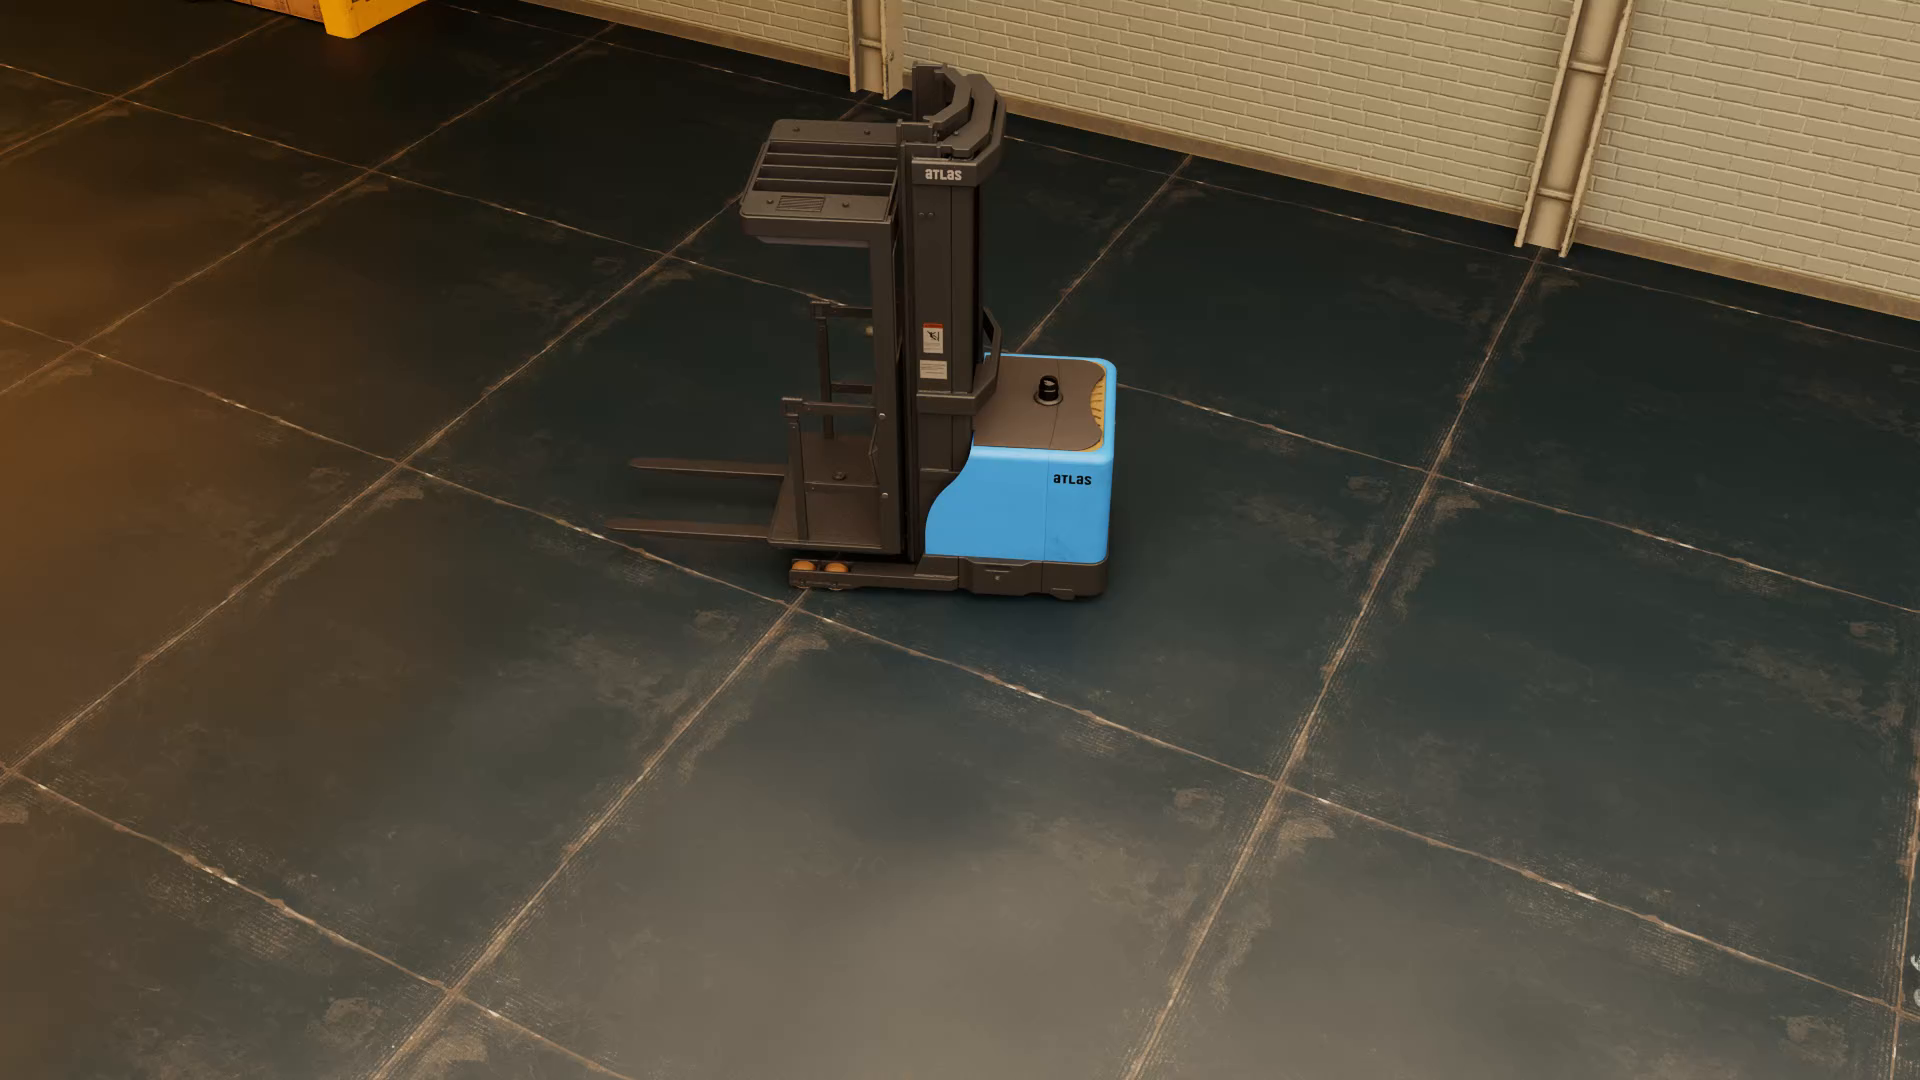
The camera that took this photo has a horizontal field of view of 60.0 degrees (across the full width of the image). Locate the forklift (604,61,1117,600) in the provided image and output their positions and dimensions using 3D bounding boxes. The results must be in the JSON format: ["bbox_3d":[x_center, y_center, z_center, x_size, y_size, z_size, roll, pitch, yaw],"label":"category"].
[{"bbox_3d":[-0.606,-1.157,9.360,3.031,2.935,1.130,3,40,4],"label":"forklift"}]
